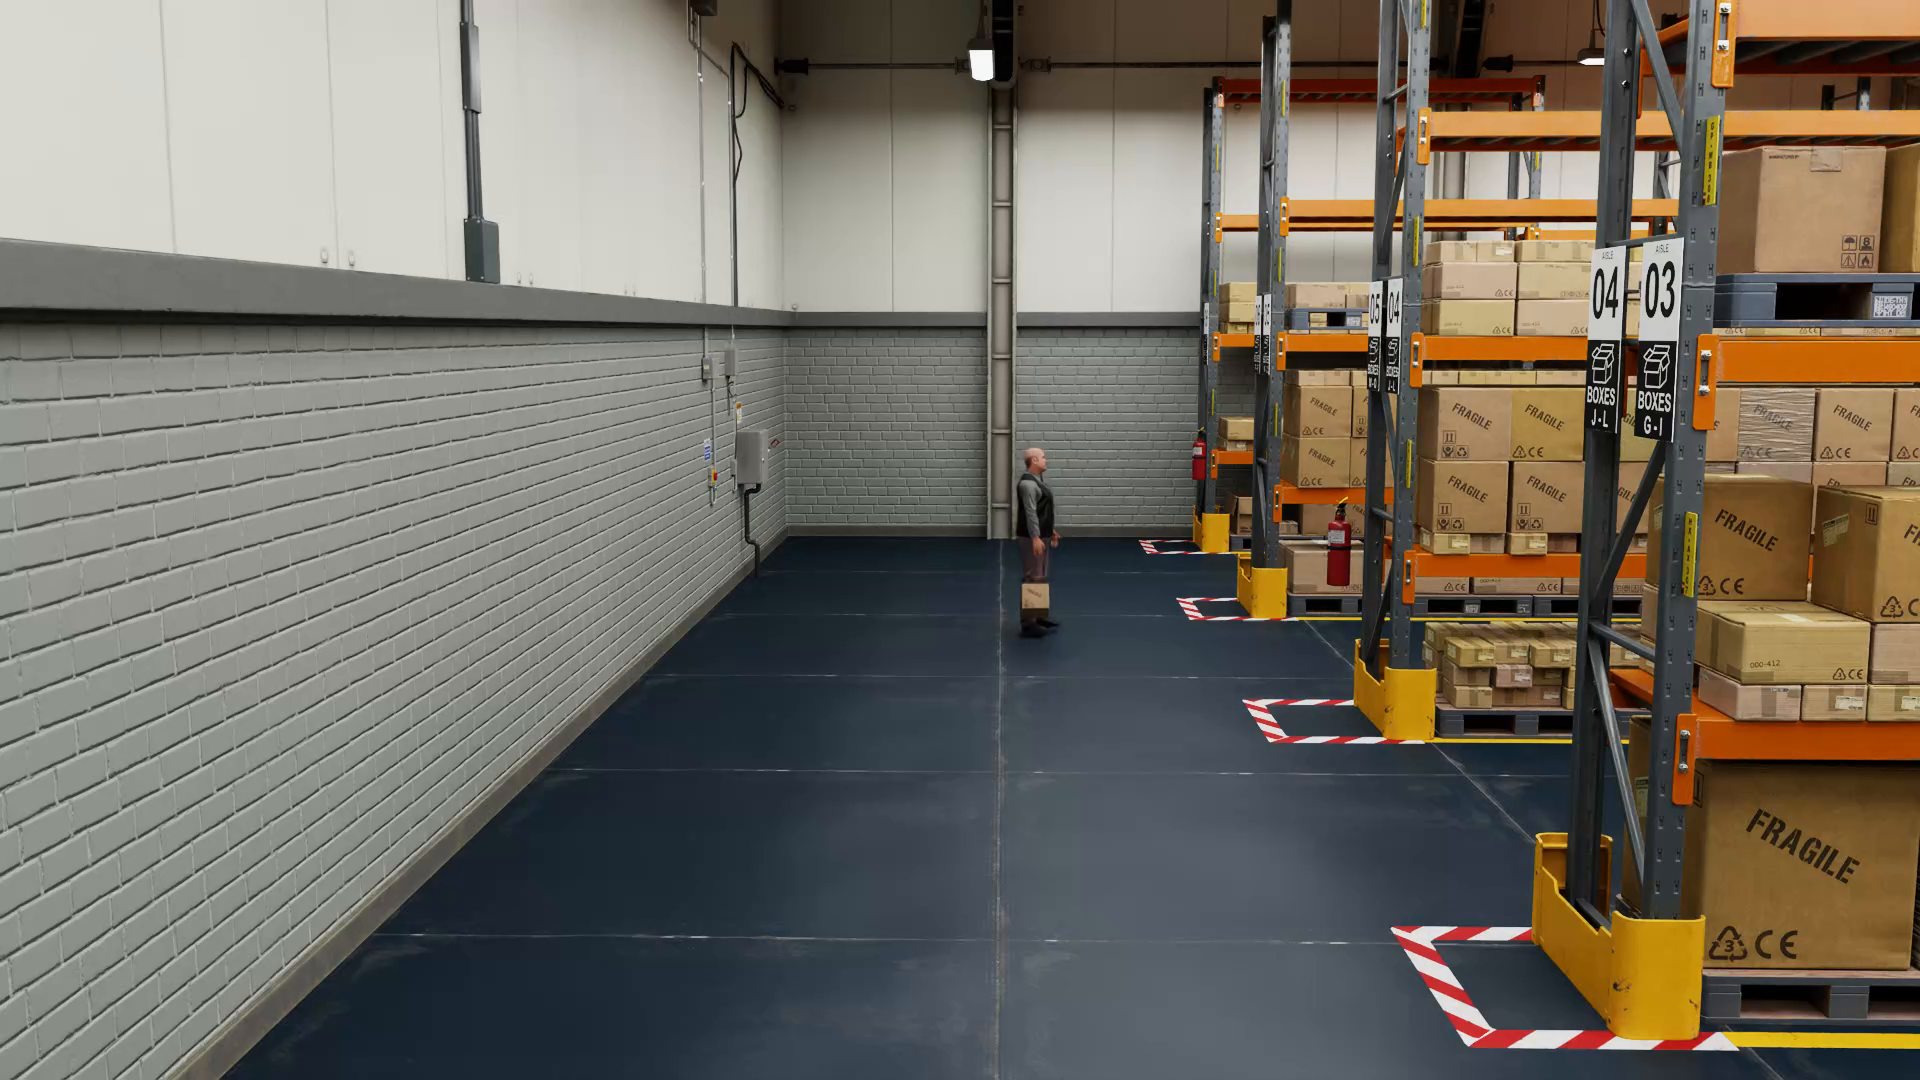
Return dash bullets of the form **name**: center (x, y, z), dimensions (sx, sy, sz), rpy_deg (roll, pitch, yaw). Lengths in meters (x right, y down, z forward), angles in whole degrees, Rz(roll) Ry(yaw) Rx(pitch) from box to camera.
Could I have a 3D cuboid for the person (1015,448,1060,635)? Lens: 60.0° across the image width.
- **person**: center (0.726, -0.002, 15.685), dimensions (0.414, 1.737, 0.559), rpy_deg (1, 7, 10)
